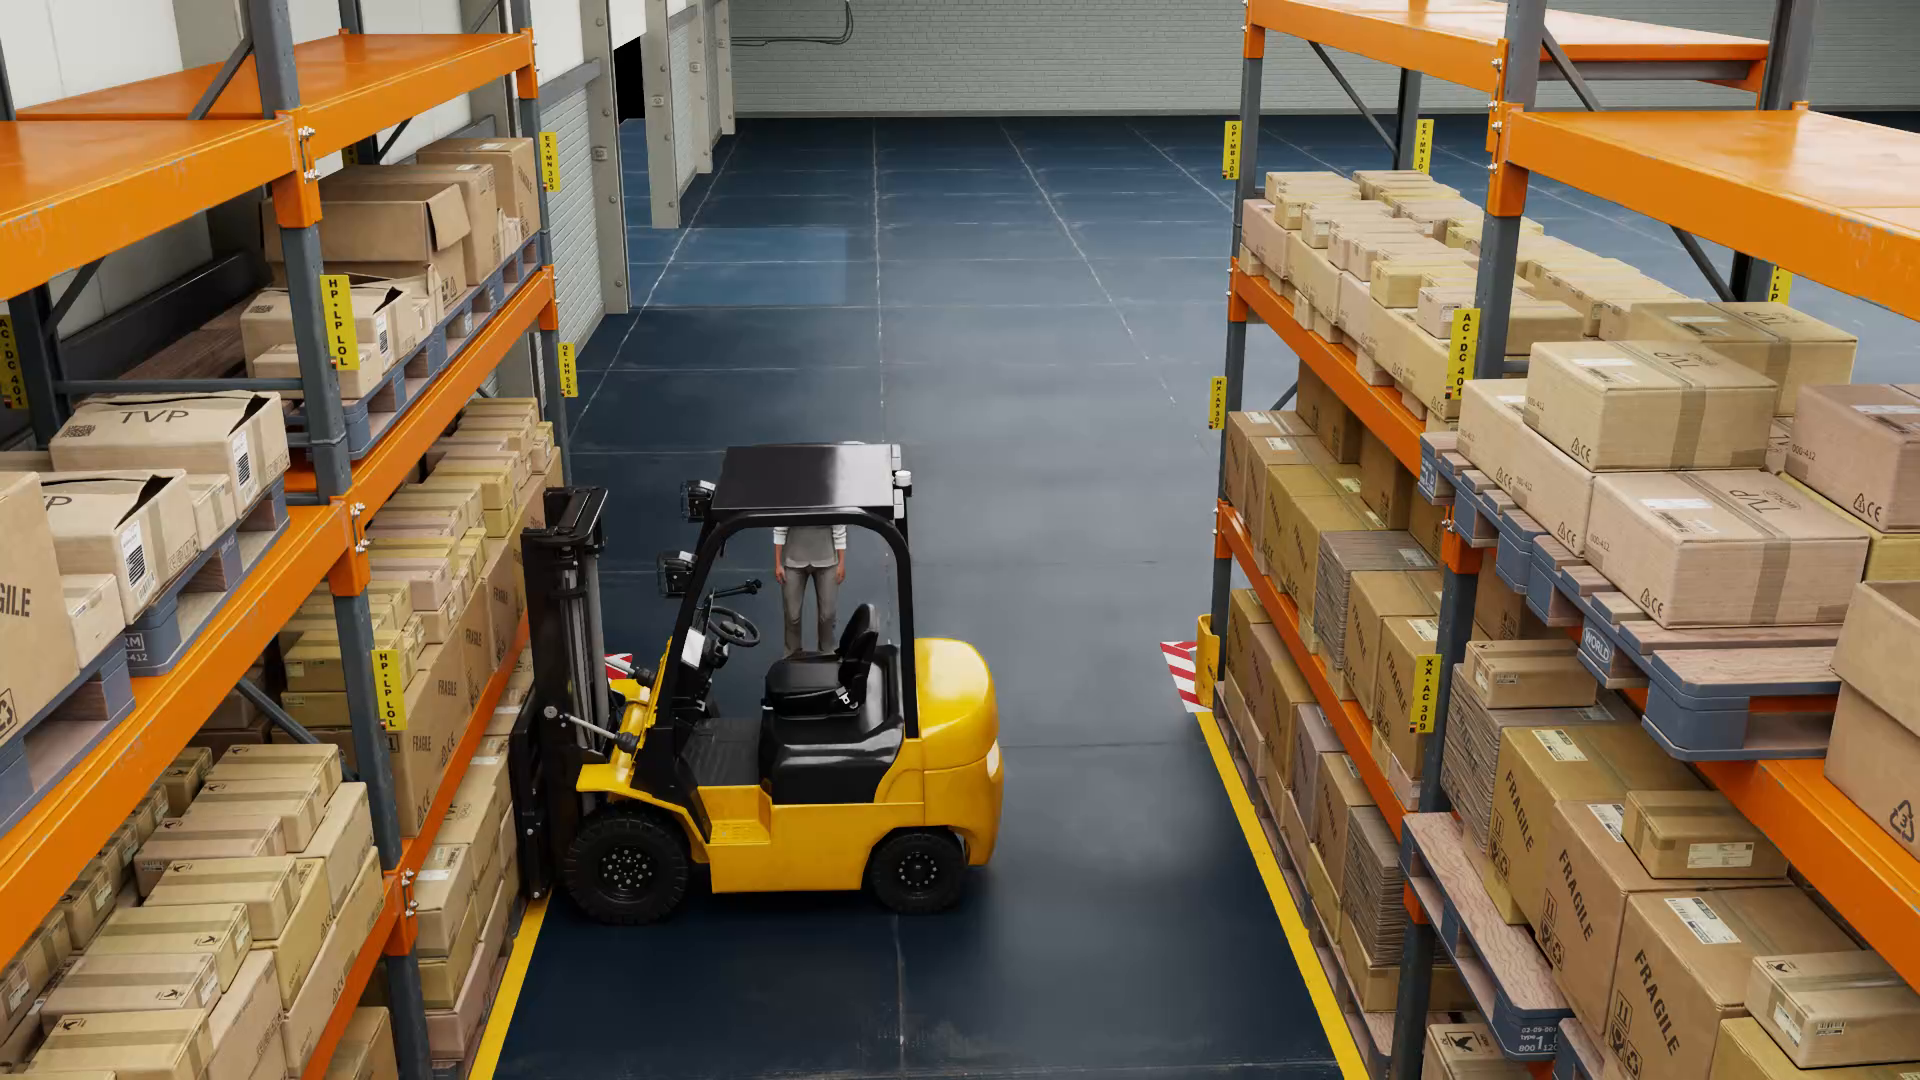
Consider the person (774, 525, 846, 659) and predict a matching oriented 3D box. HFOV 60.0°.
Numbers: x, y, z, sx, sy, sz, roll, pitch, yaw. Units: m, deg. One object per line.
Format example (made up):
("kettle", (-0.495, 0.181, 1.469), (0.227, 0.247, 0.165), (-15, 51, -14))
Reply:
("person", (-0.957, 0.174, 10.635), (0.464, 1.592, 0.346), (-1, 21, -3))
